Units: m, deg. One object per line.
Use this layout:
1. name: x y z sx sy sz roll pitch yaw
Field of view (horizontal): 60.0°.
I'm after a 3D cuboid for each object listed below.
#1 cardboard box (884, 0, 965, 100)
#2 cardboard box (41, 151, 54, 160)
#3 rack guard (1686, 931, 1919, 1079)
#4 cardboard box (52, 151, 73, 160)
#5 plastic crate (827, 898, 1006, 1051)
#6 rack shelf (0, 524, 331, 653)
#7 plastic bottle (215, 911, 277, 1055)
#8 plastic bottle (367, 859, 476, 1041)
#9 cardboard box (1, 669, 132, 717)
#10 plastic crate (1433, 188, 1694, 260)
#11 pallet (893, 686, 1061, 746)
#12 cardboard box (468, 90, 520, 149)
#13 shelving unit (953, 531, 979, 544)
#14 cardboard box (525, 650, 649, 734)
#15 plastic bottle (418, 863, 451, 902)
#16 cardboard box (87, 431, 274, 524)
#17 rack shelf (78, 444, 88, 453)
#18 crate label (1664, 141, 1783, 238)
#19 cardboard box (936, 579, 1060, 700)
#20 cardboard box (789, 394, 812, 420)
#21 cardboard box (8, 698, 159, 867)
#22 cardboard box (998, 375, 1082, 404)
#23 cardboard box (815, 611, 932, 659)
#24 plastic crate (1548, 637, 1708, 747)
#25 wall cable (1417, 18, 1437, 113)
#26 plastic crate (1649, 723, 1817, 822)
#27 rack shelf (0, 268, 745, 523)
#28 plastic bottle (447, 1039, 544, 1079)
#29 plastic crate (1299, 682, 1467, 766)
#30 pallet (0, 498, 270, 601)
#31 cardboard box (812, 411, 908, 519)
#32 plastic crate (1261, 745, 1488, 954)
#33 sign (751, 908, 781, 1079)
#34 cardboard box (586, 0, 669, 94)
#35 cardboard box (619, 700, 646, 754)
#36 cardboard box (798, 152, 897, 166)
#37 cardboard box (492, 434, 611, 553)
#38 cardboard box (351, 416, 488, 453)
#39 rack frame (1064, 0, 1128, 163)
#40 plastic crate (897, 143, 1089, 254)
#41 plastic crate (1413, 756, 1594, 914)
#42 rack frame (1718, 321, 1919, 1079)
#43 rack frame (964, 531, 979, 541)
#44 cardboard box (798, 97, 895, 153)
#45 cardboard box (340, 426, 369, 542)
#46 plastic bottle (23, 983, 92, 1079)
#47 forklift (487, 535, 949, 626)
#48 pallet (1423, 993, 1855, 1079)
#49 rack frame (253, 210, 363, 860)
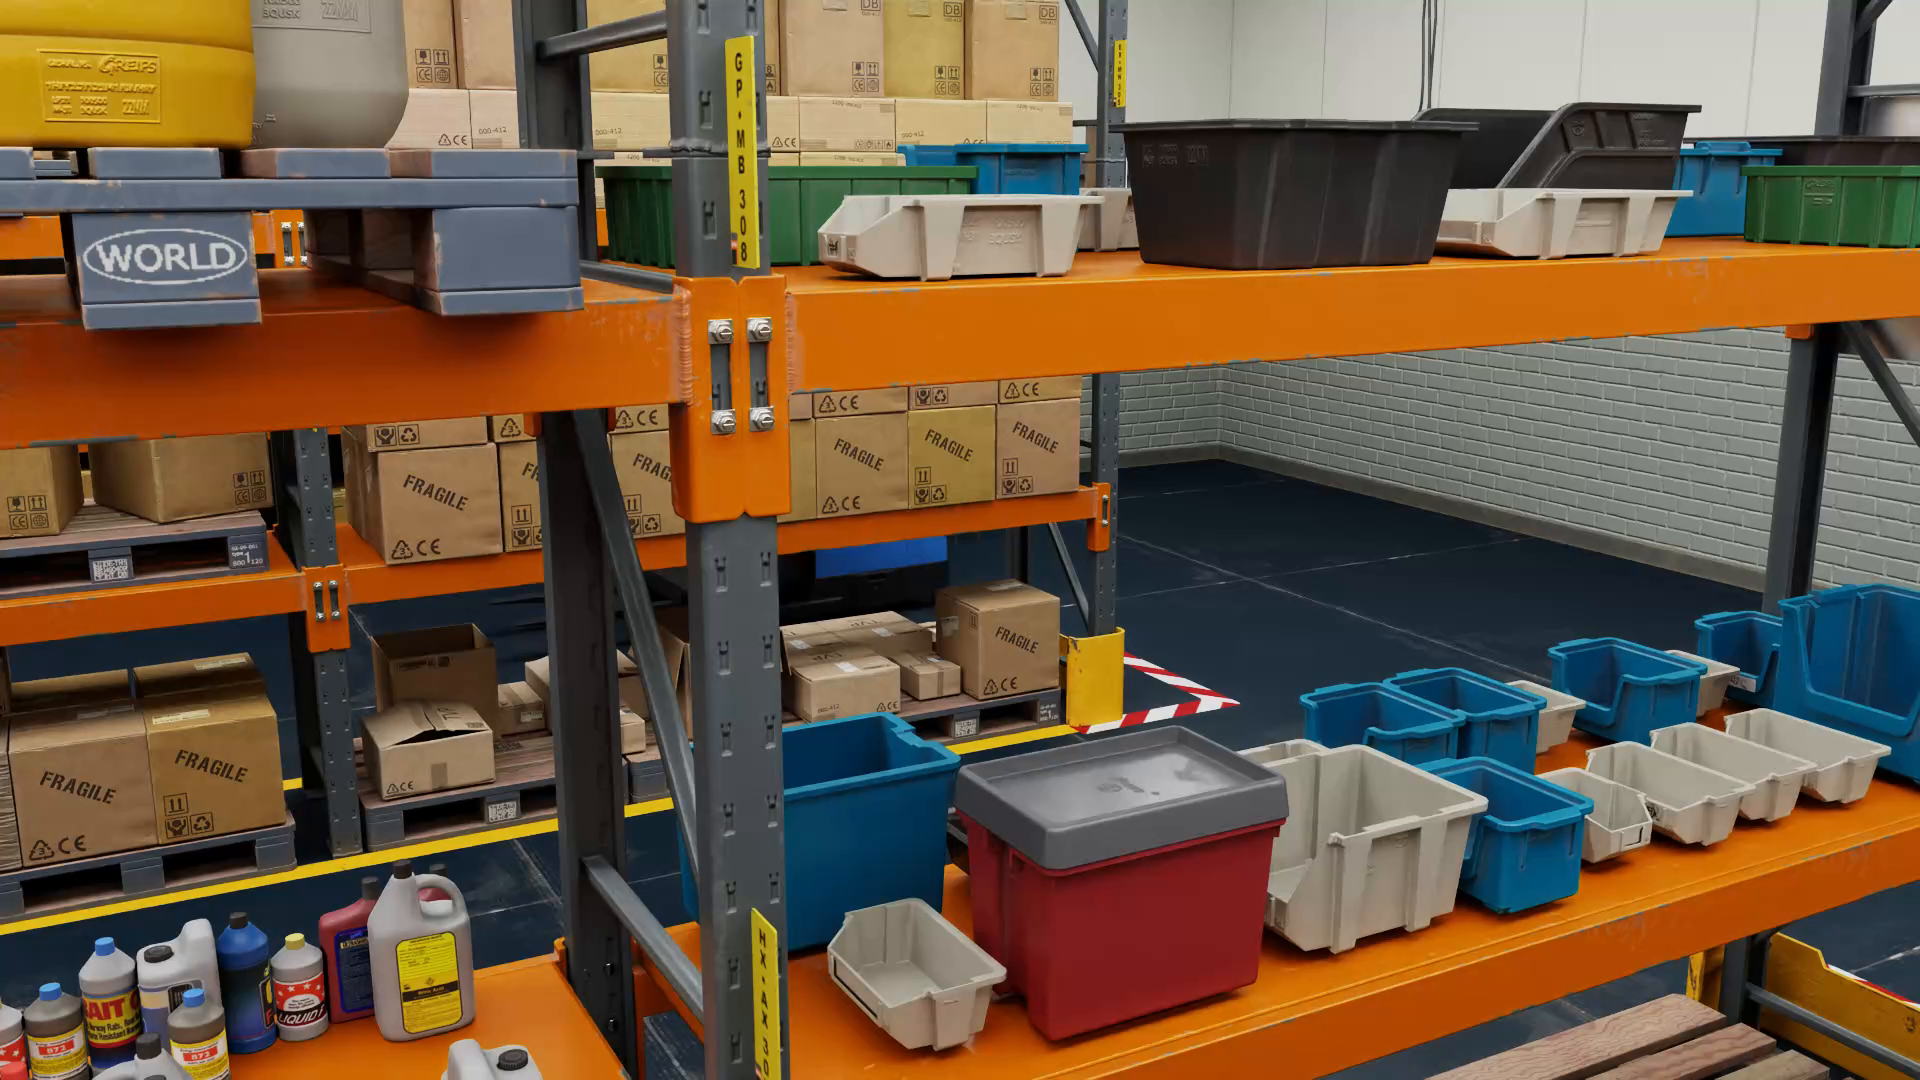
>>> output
1. cardboard box: -0.360 -2.482 8.471 0.500 0.500 0.700 -7 14 -28
2. cardboard box: -6.151 -2.765 11.001 0.500 0.500 0.700 -8 15 -31
3. rack guard: 2.947 1.594 5.390 0.348 0.500 1.175 -7 14 -28
4. cardboard box: -3.426 -1.882 6.897 0.600 0.600 0.600 -8 15 -33
5. plastic crate: -0.102 0.878 3.341 0.243 0.136 0.396 -7 14 -28
6. rack shelf: -4.704 0.406 6.611 4.000 0.370 1.077 -7 14 -28
7. plastic bottle: -1.400 0.859 3.254 0.097 0.271 0.097 0 13 0
8. plastic bottle: -1.078 0.803 3.323 0.185 0.351 0.144 -7 14 -28
9. cardboard box: -3.953 0.912 7.416 0.500 0.500 0.500 -7 14 -27
10. plastic crate: 1.237 -0.690 3.614 0.530 0.136 0.437 -7 14 -28
11. pallet: -0.204 0.877 9.234 1.213 0.211 1.003 -7 14 -28
12. cardboard box: -1.965 -1.845 7.349 0.500 0.250 0.500 -7 14 -28
13. shelving unit: 0.007 -0.440 13.514 0.210 0.900 0.258 -7 14 -28
14. cardboard box: -1.926 0.749 8.573 0.500 0.311 0.500 -7 14 -28
15. plastic bottle: -1.105 0.813 3.430 0.133 0.283 0.061 -7 14 -28
16. cardboard box: -3.472 -0.402 7.380 0.700 0.500 0.500 11 17 41
17. rack shelf: -7.081 -0.548 10.851 4.000 0.370 1.077 -7 14 -28
18. crate label: 1.968 -0.977 4.625 0.502 0.251 0.408 -7 14 -28
19. cardboard box: 0.203 0.534 9.097 0.500 0.500 0.500 -7 14 -28
20. cardboard box: -1.043 -0.850 8.049 0.500 0.500 0.500 -6 14 -26
21. cardboard box: -3.683 1.007 6.993 0.500 0.500 0.500 -7 14 -28
22. cardboard box: 0.303 -1.013 8.772 0.500 0.500 0.500 -7 14 -28
23. cardboard box: -0.490 0.606 9.345 0.500 0.250 0.500 -7 14 -28
24. plastic crate: 1.980 0.463 4.963 0.300 0.233 0.416 -7 14 -28
25. wall cable: 3.321 -3.468 15.597 0.112 2.526 3.097 -7 14 -28
26. plastic crate: 2.042 0.627 4.456 0.243 0.136 0.396 -7 14 -28
27. rack shelf: -2.334 -0.102 2.038 4.000 0.370 1.077 -7 14 -28
28. plastic bottle: -0.770 0.964 2.776 0.135 0.276 0.152 -7 14 -28
29. plastic crate: 1.139 0.564 4.515 0.300 0.233 0.416 -7 14 -28
30. pallet: -3.703 0.002 7.207 1.213 0.211 1.003 -7 14 -28
31. cardboard box: -0.595 -0.418 8.409 0.500 0.500 0.500 -7 14 -27
32. plastic crate: 0.850 0.703 3.786 0.530 0.282 0.437 -7 14 -28
33. sign: -0.317 0.771 2.721 0.005 0.325 0.100 -7 14 -28
34. cardboard box: -1.598 -2.293 7.628 0.500 0.500 0.700 -7 14 -28
35. cardboard box: -1.722 0.917 8.153 0.250 0.166 0.380 -7 14 -28
36. cardboard box: -0.639 -1.756 8.088 0.500 0.250 0.500 -7 14 -28
37. cardboard box: -1.923 -0.259 7.703 0.500 0.500 0.500 -7 14 -27
38. cardboard box: -2.400 -0.687 7.325 0.500 0.500 0.500 -6 14 -26
39. rack frame: 0.562 -3.503 8.678 0.127 3.000 1.000 -7 14 -28
40. plastic crate: 0.067 -0.739 3.611 0.300 0.233 0.416 -7 14 -28
41. plastic crate: 1.253 0.697 3.925 0.300 0.233 0.416 -7 14 -28
42. rack frame: 2.932 0.379 5.093 0.127 3.000 1.000 -7 14 -28
43. rack frame: 0.096 -0.451 13.562 0.006 0.900 0.240 -7 14 -28
44. cardboard box: -0.646 -2.002 8.046 0.500 0.250 0.500 -7 14 -28
45. cardboard box: -2.633 -0.306 7.909 0.500 0.500 0.500 -7 14 -27
46. plastic bottle: -1.689 0.928 3.107 0.097 0.201 0.097 0 13 0
47. forklift: -1.607 -0.918 11.011 3.031 2.935 1.130 -7 15 -30
48. pallet: 2.190 1.819 5.047 1.213 0.211 1.003 -7 14 -28
49. rack frame: -2.949 -0.155 7.467 0.127 3.000 1.000 -7 14 -28
